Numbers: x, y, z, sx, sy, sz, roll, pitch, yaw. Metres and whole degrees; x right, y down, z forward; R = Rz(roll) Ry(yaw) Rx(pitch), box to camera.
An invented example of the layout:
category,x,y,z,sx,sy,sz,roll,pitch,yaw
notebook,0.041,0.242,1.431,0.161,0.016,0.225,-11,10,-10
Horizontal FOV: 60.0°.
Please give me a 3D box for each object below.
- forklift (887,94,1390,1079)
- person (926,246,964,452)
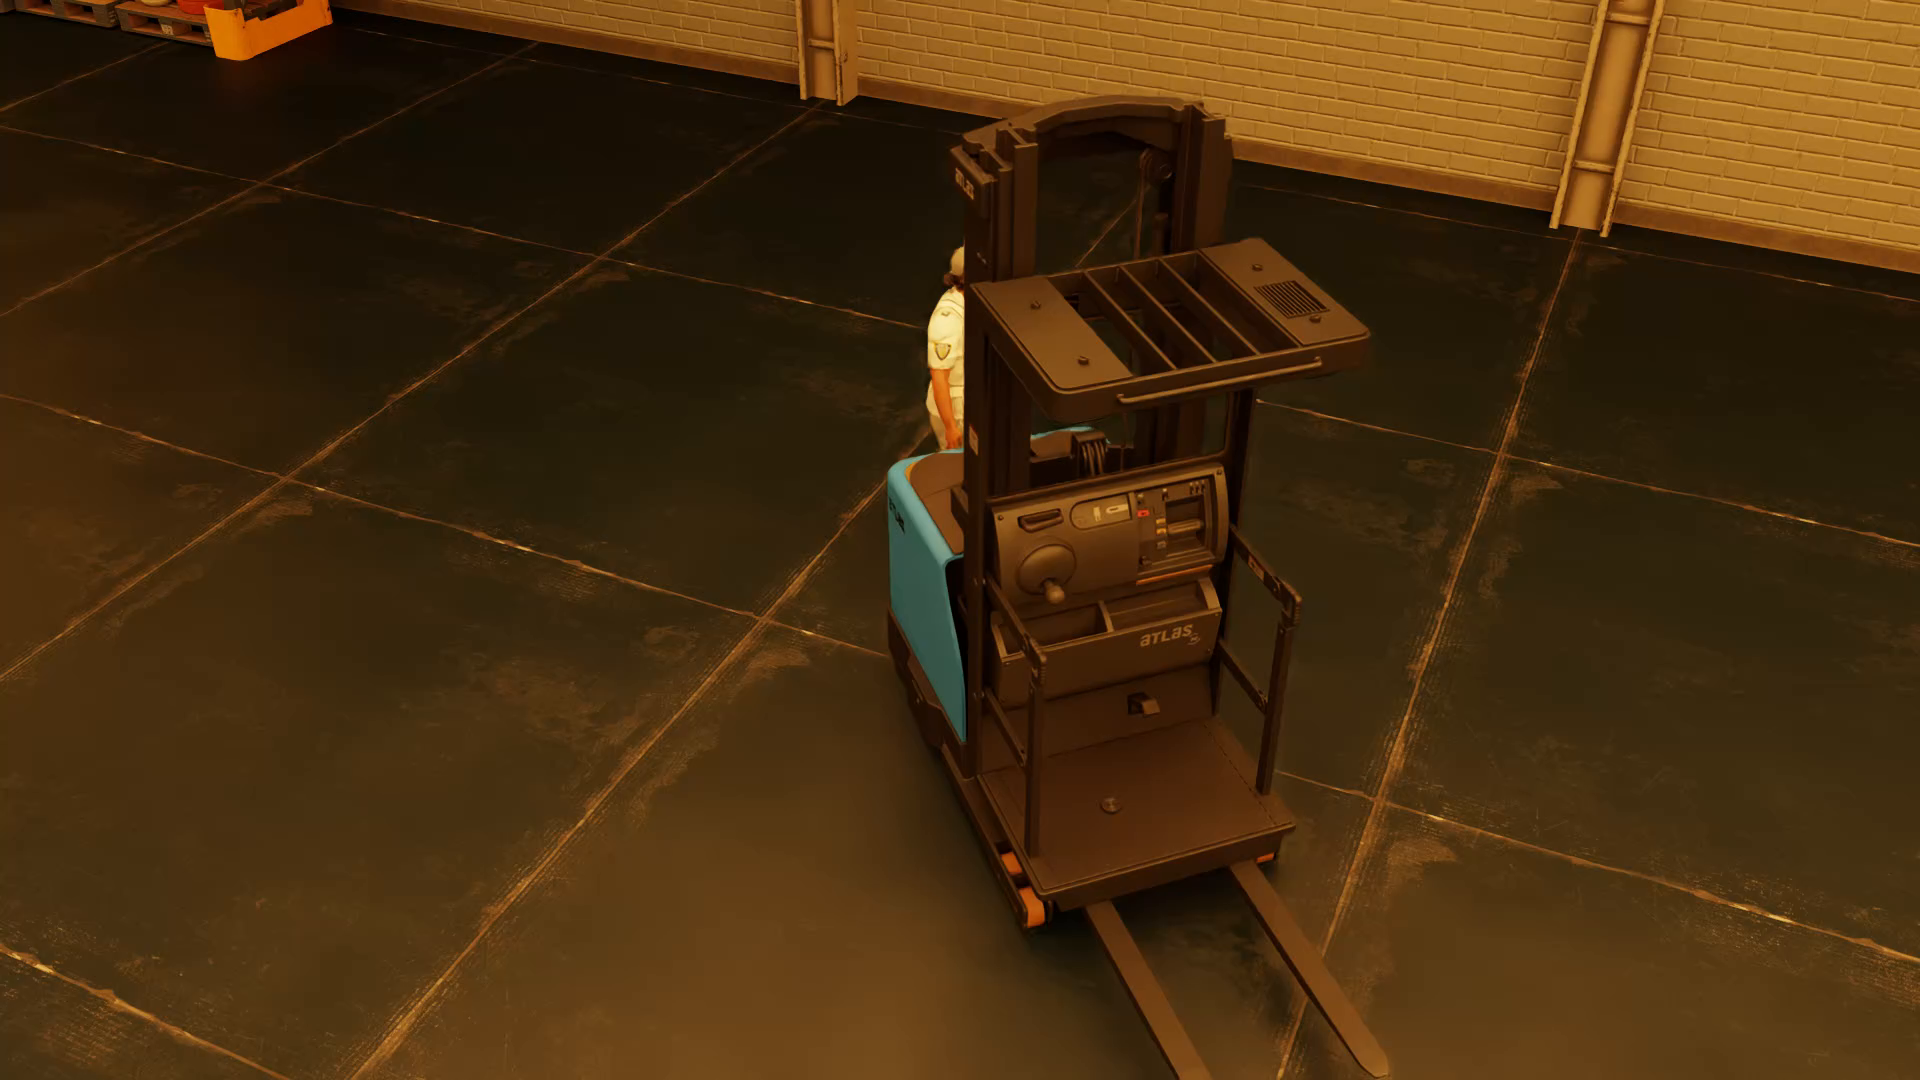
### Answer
category,x,y,z,sx,sy,sz,roll,pitch,yaw
forklift,0.644,0.047,6.020,1.130,2.935,3.031,-12,37,-16
person,0.109,-0.644,8.086,0.513,1.663,0.601,13,37,17
